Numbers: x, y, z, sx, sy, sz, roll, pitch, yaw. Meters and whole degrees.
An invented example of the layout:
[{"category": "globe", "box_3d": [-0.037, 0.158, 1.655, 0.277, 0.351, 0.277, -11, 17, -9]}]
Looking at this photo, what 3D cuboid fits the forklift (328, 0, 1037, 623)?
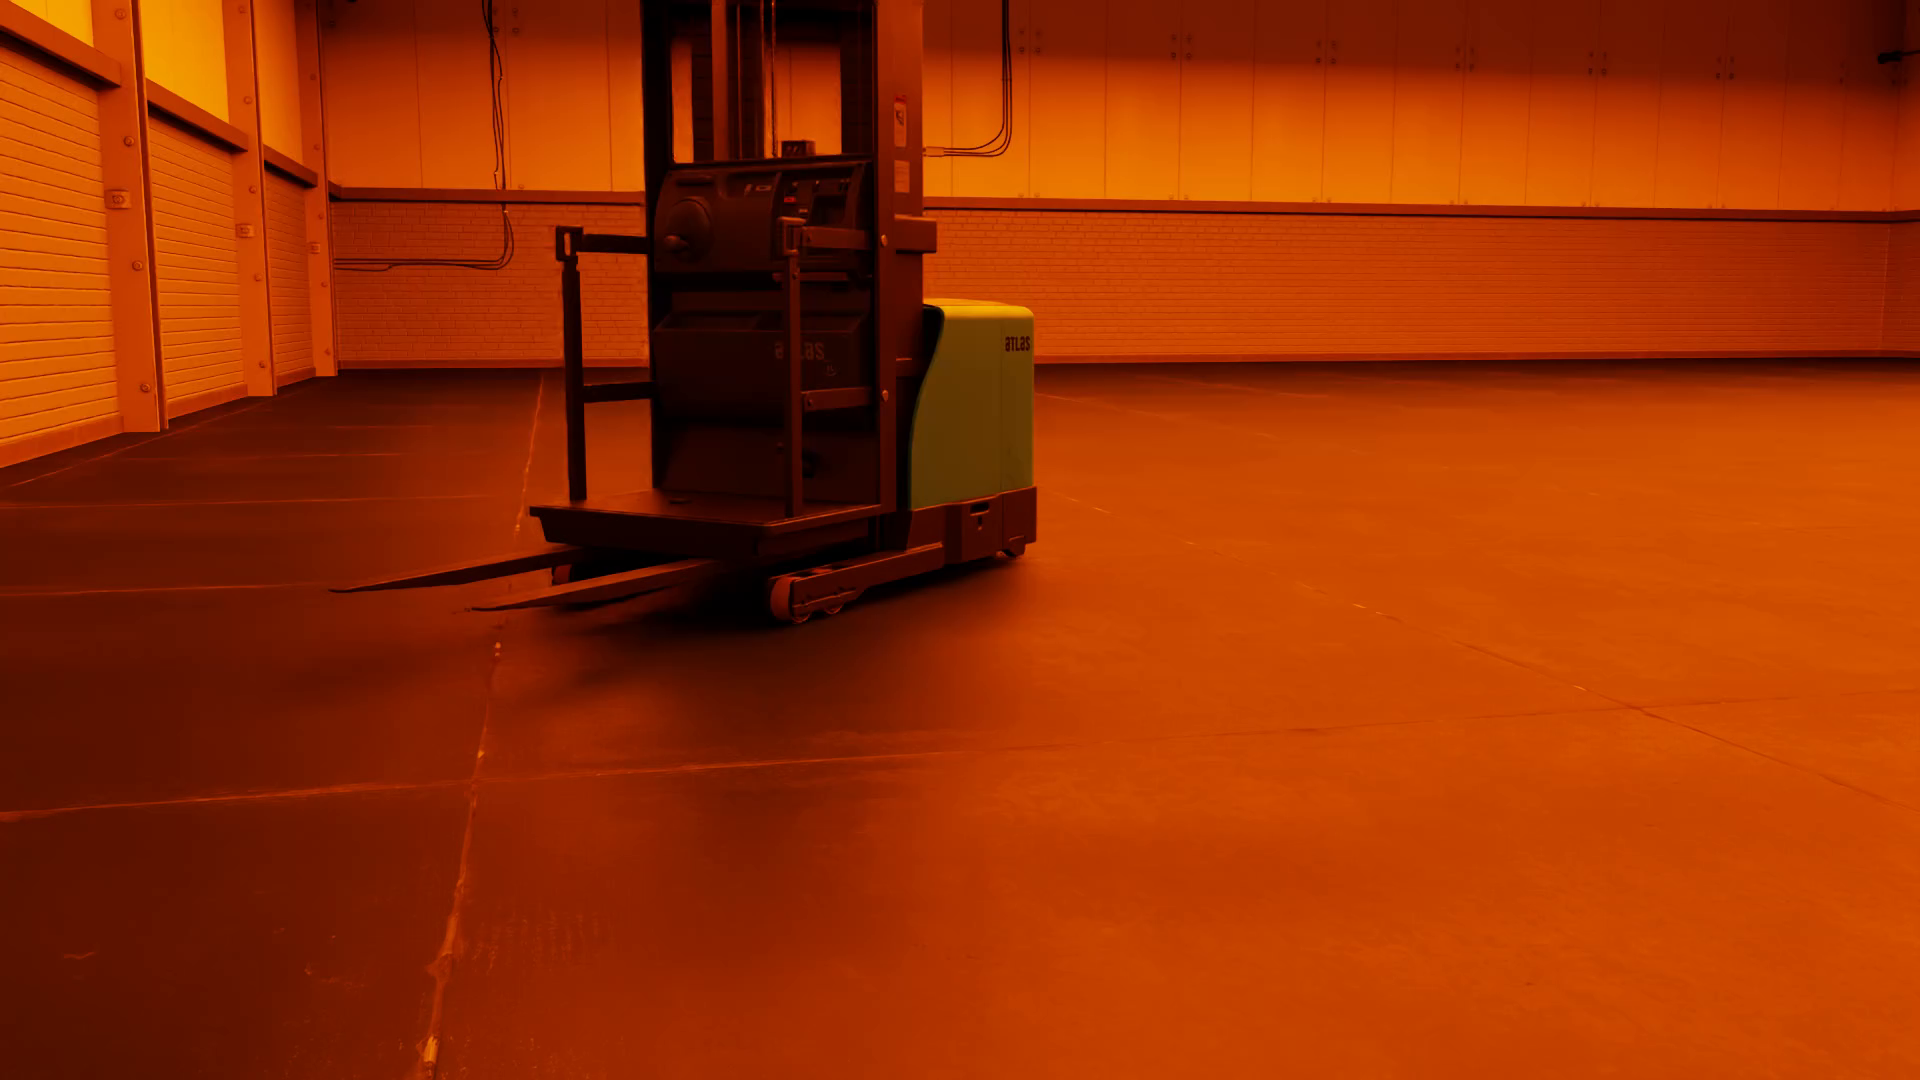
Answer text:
[{"category": "forklift", "box_3d": [-0.856, -1.239, 5.984, 1.130, 2.935, 3.031, 5, 9, 30]}]
